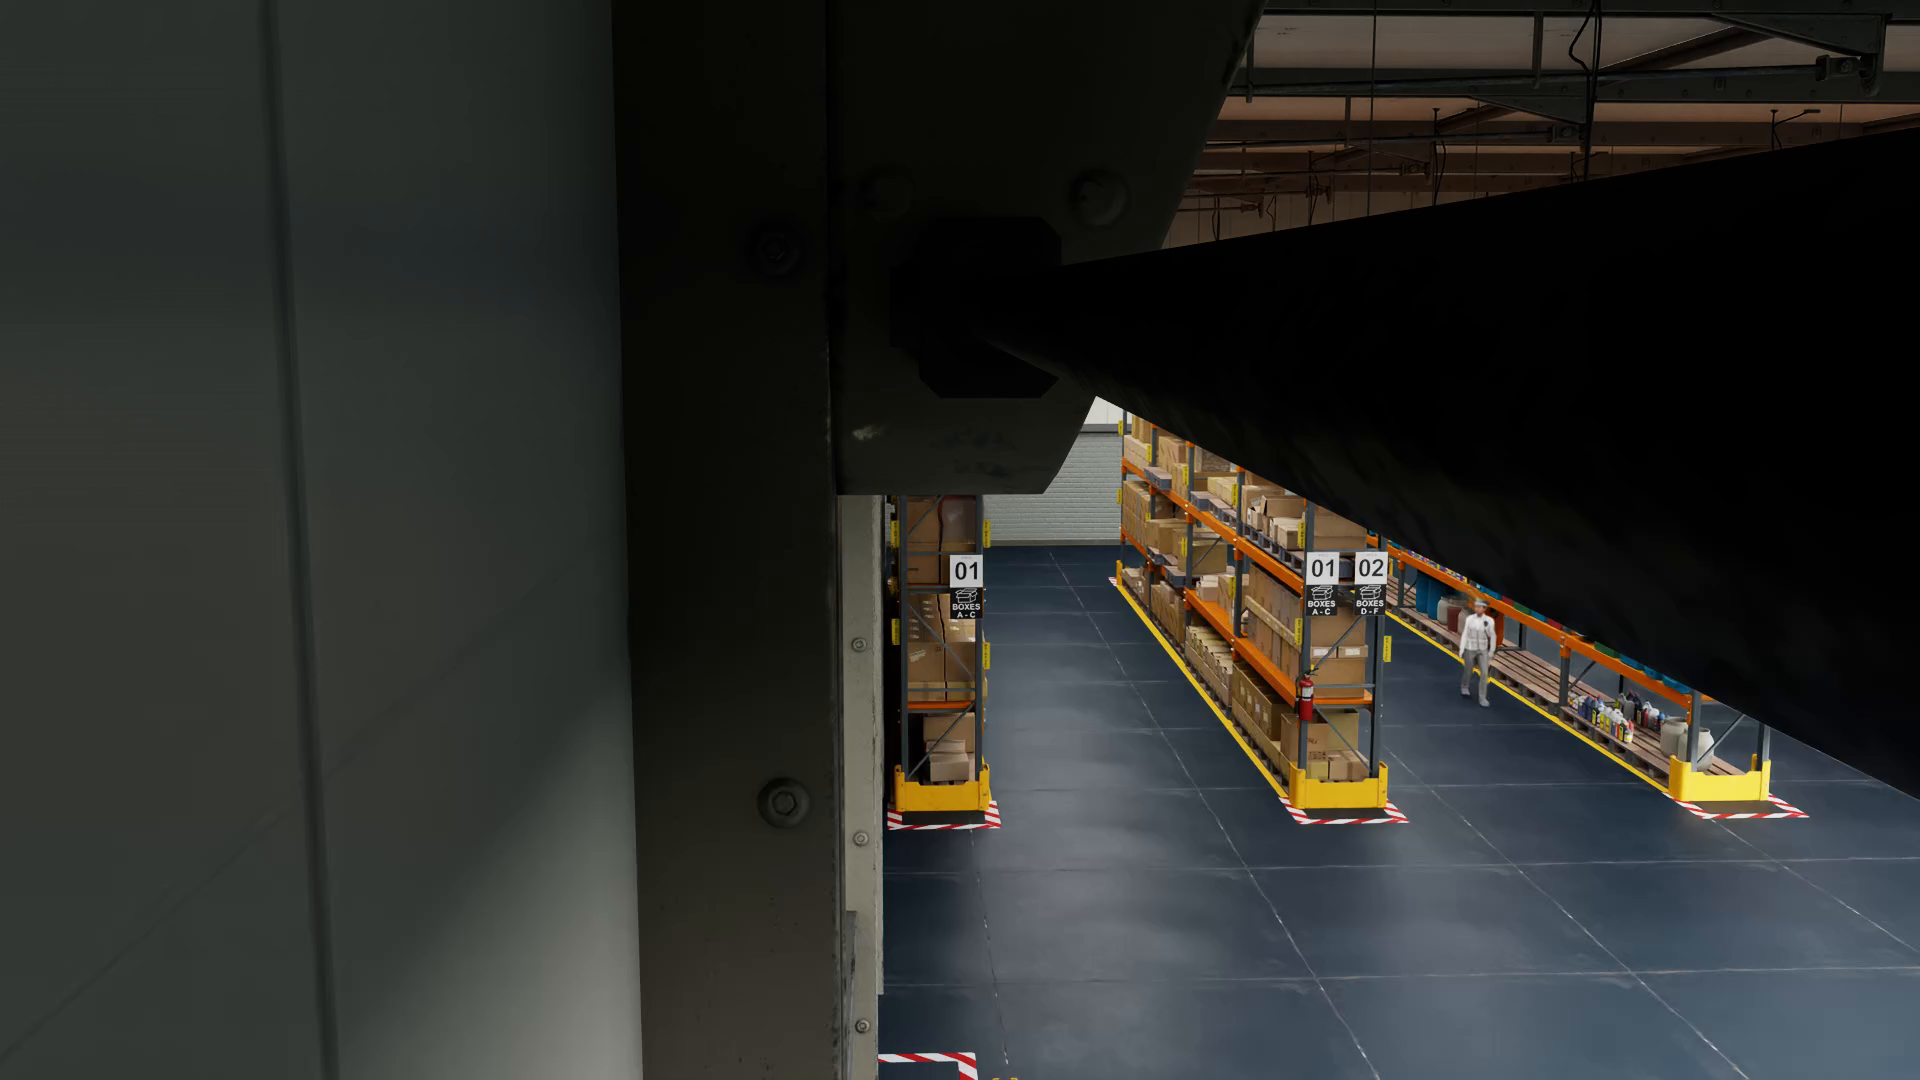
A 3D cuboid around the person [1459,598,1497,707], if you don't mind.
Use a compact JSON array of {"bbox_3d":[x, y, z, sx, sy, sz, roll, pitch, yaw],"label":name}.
[{"bbox_3d":[8.052,1.708,25.892,0.586,1.639,0.948,0,8,2],"label":"person"}]
